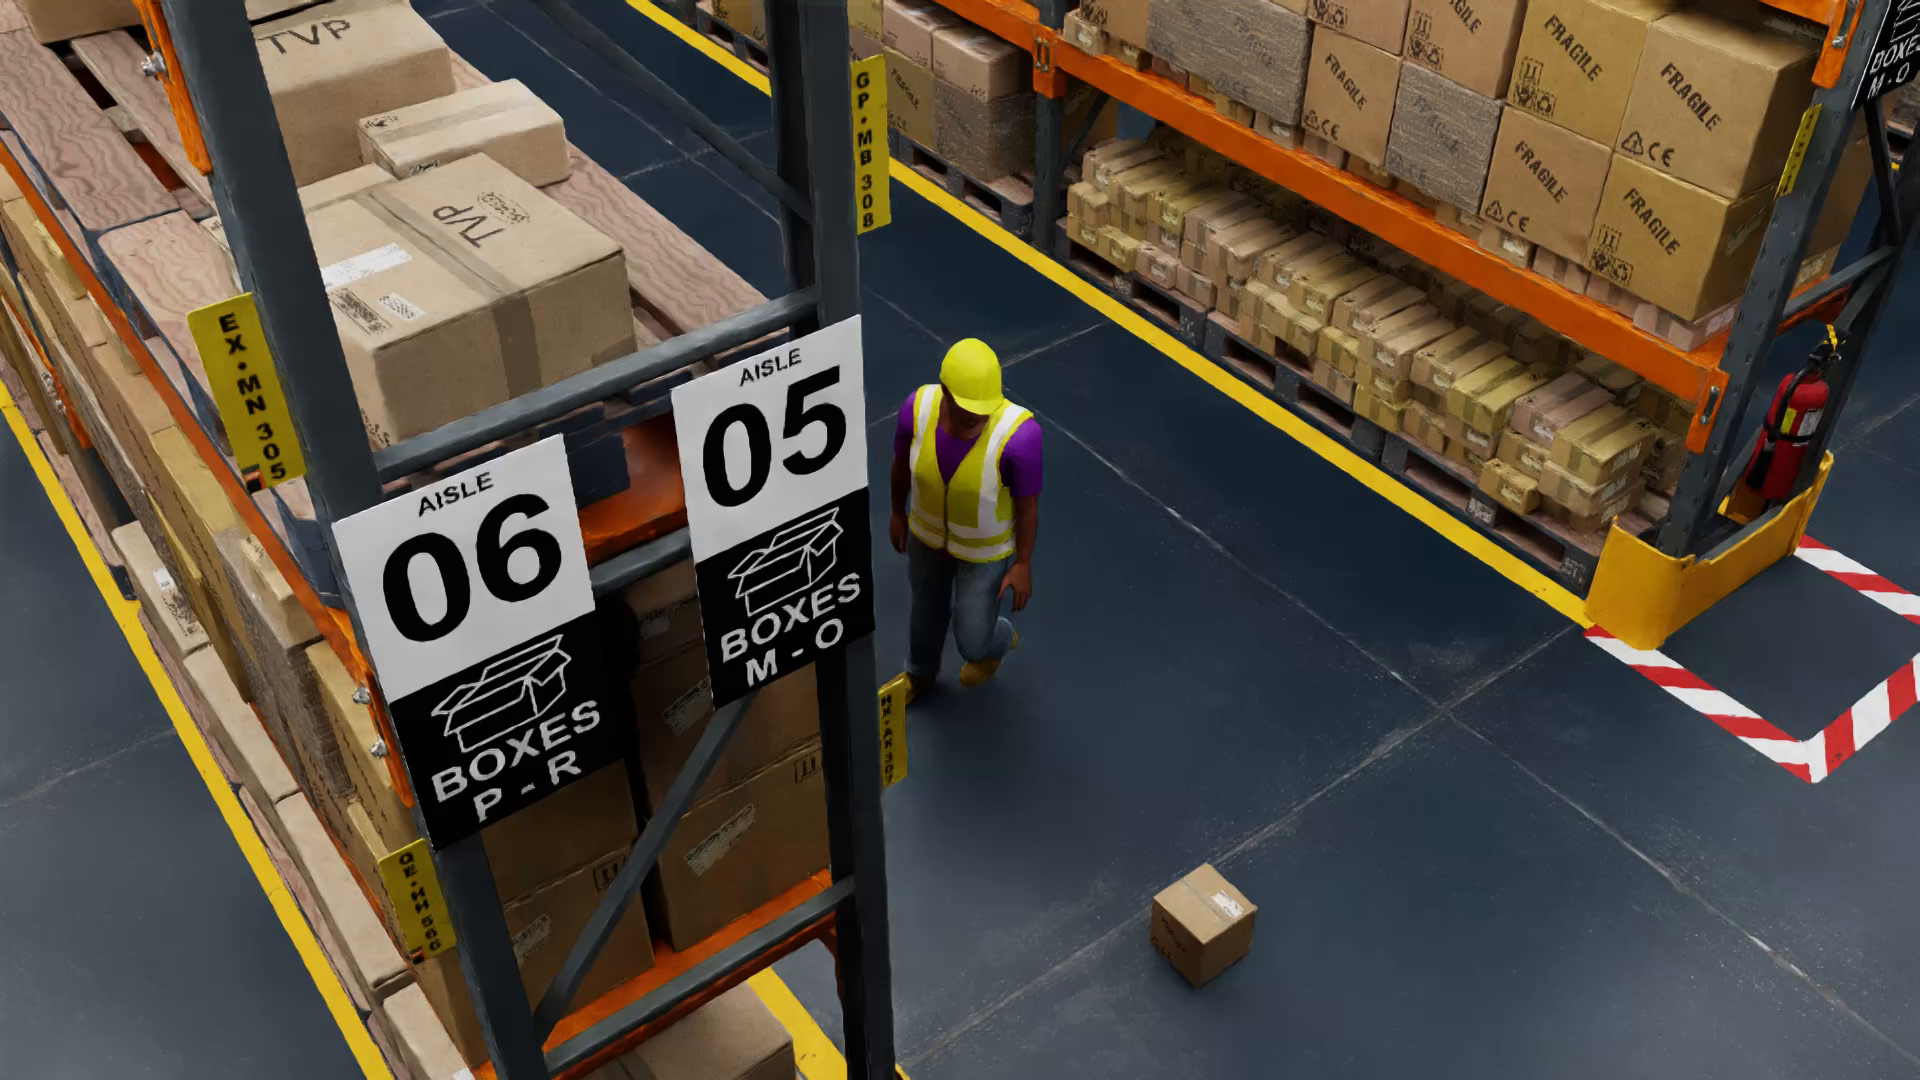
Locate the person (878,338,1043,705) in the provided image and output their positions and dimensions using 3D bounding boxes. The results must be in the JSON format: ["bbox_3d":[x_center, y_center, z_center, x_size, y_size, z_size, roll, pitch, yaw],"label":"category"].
[{"bbox_3d":[0.025,-0.034,6.166,0.635,1.758,0.494,19,44,21],"label":"person"}]
